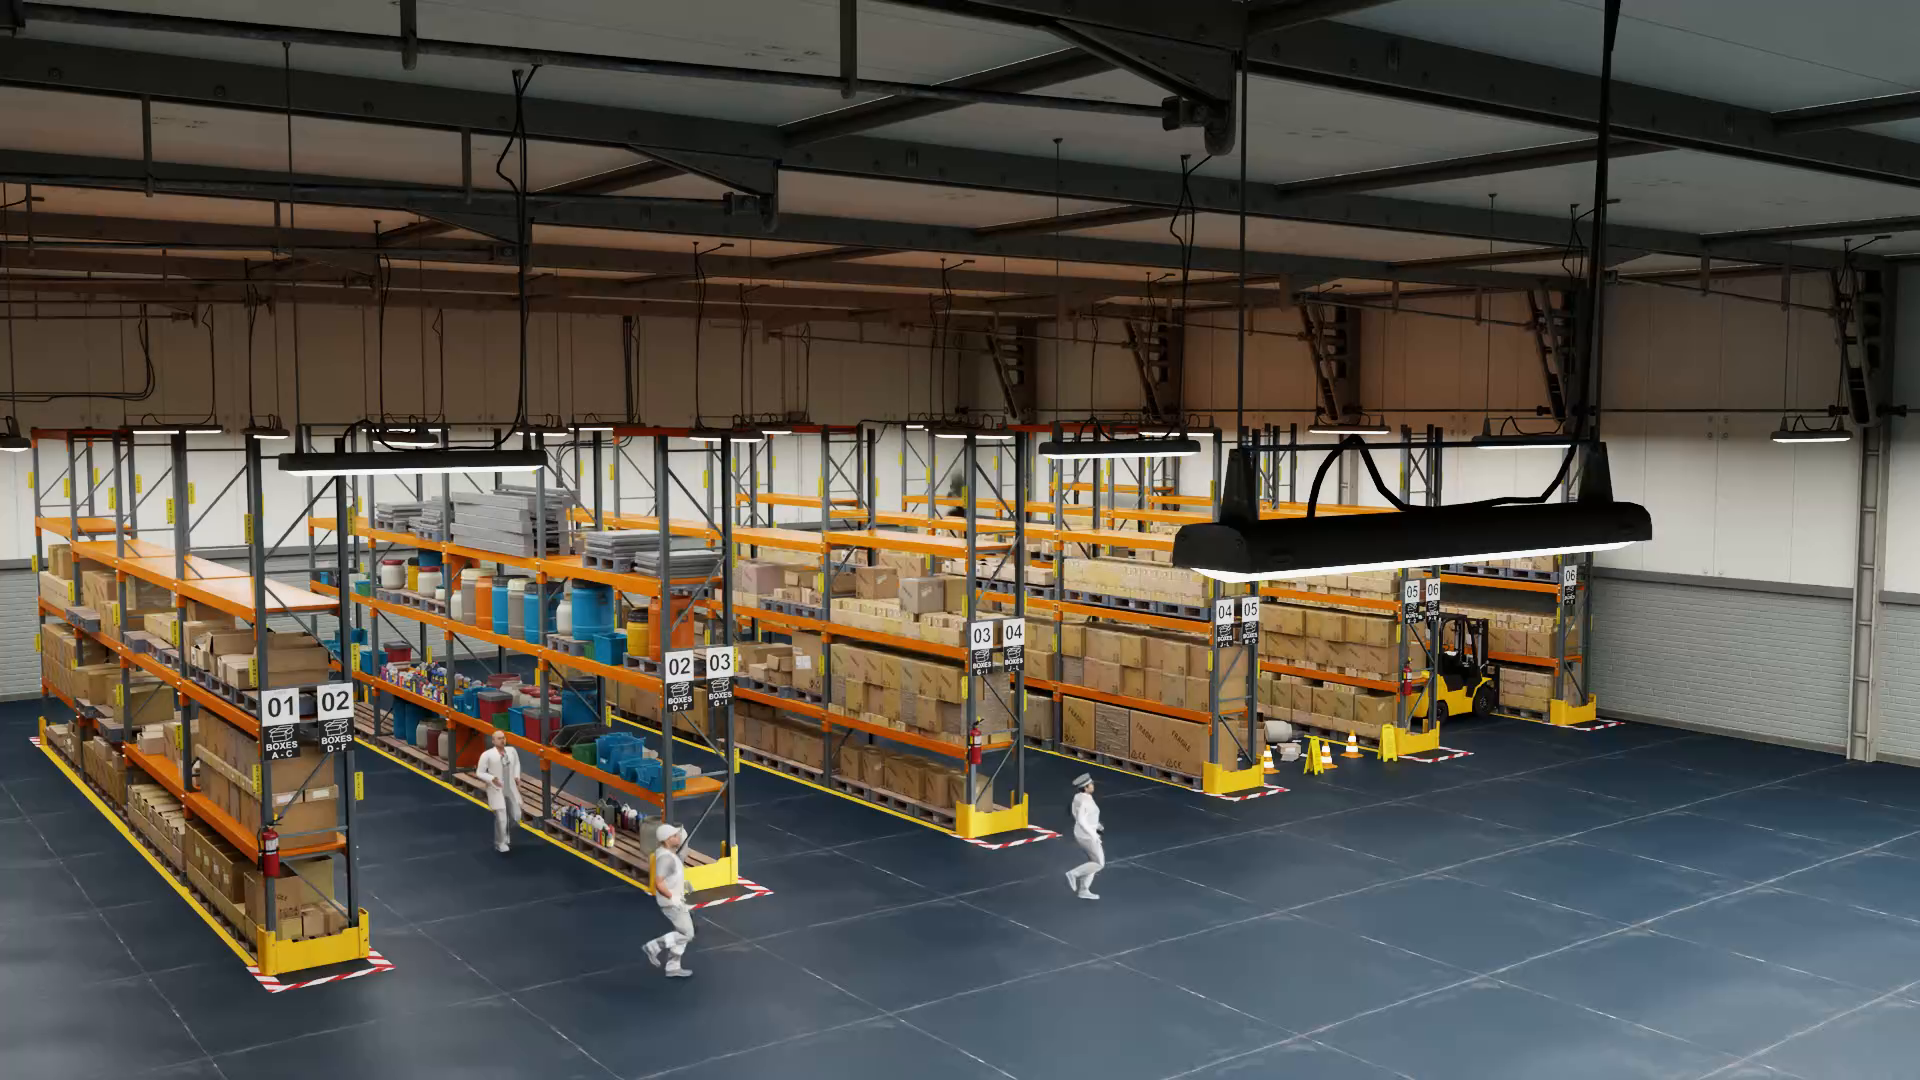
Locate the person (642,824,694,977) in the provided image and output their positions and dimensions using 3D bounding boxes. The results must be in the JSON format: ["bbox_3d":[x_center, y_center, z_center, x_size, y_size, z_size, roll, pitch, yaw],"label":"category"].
[{"bbox_3d":[-3.254,4.016,18.523,0.591,1.732,0.673,-1,5,-11],"label":"person"}]

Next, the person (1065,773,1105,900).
[{"bbox_3d":[1.610,3.828,21.483,0.554,1.660,0.616,-1,5,-10],"label":"person"}]

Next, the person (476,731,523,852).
[{"bbox_3d":[-6.534,3.690,23.781,0.703,1.535,0.654,-4,6,-40],"label":"person"}]
